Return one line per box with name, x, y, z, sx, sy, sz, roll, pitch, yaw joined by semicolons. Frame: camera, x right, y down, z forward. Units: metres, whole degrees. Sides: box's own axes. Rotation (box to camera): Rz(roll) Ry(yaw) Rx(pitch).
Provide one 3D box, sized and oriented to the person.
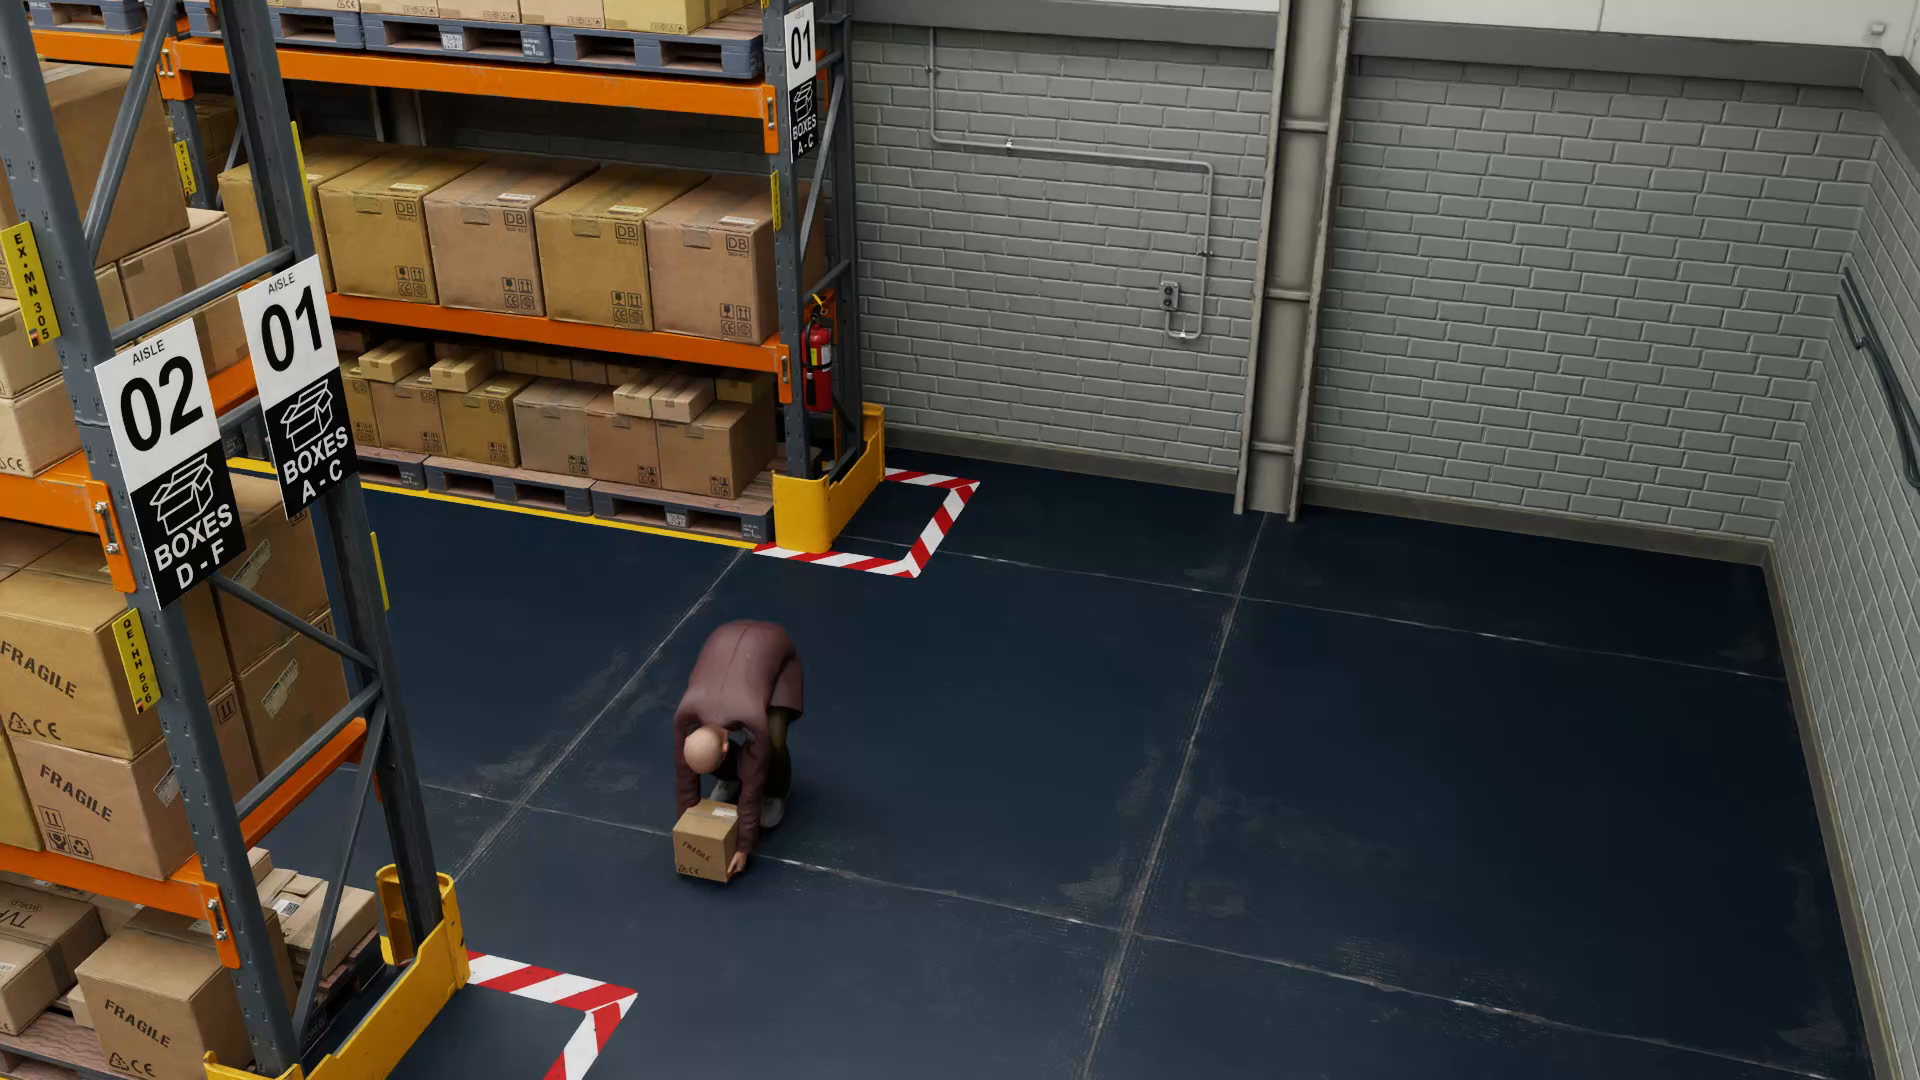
person;-1.039;0.916;7.717;0.586;0.952;0.945;7;30;13
